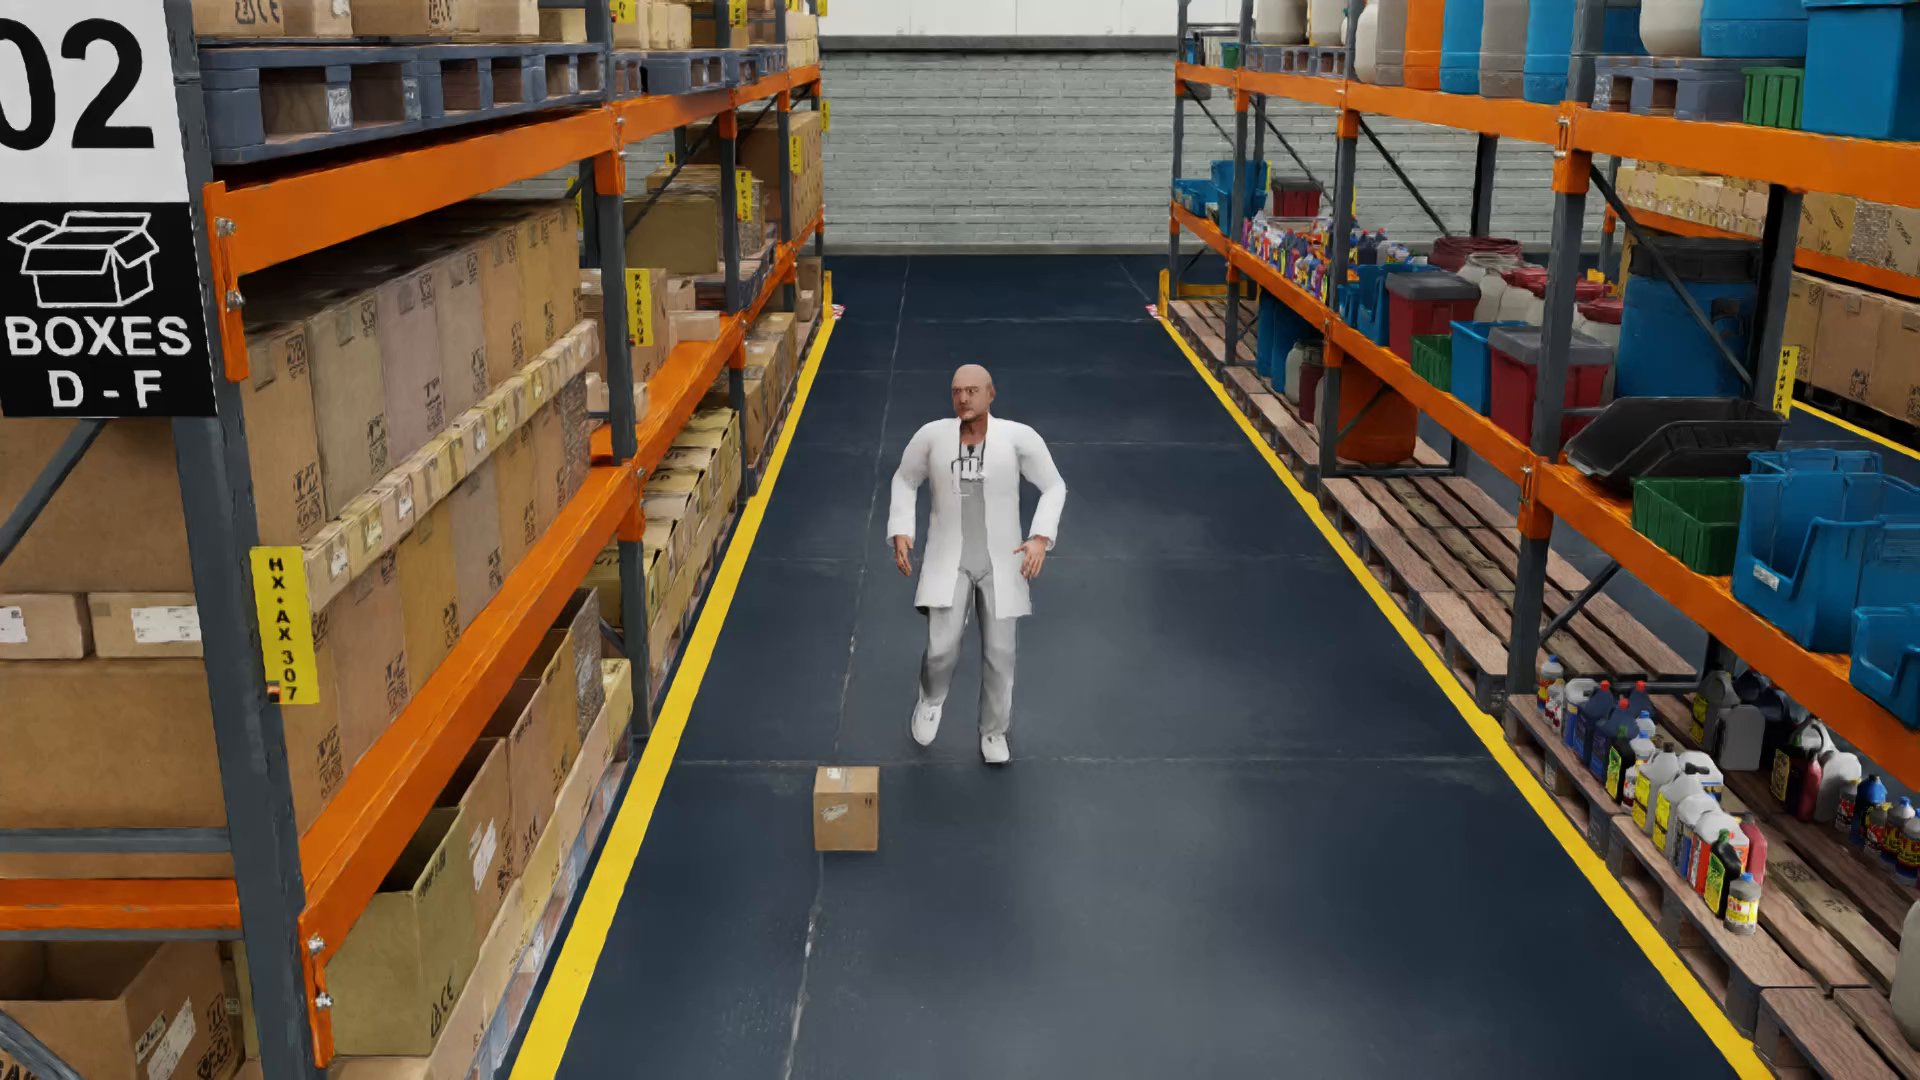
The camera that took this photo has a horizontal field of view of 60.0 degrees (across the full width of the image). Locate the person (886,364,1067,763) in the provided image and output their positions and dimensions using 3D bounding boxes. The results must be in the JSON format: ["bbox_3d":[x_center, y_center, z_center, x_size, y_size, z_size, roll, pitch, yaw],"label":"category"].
[{"bbox_3d":[0.072,0.131,7.253,0.786,1.714,0.502,0,17,0],"label":"person"}]
